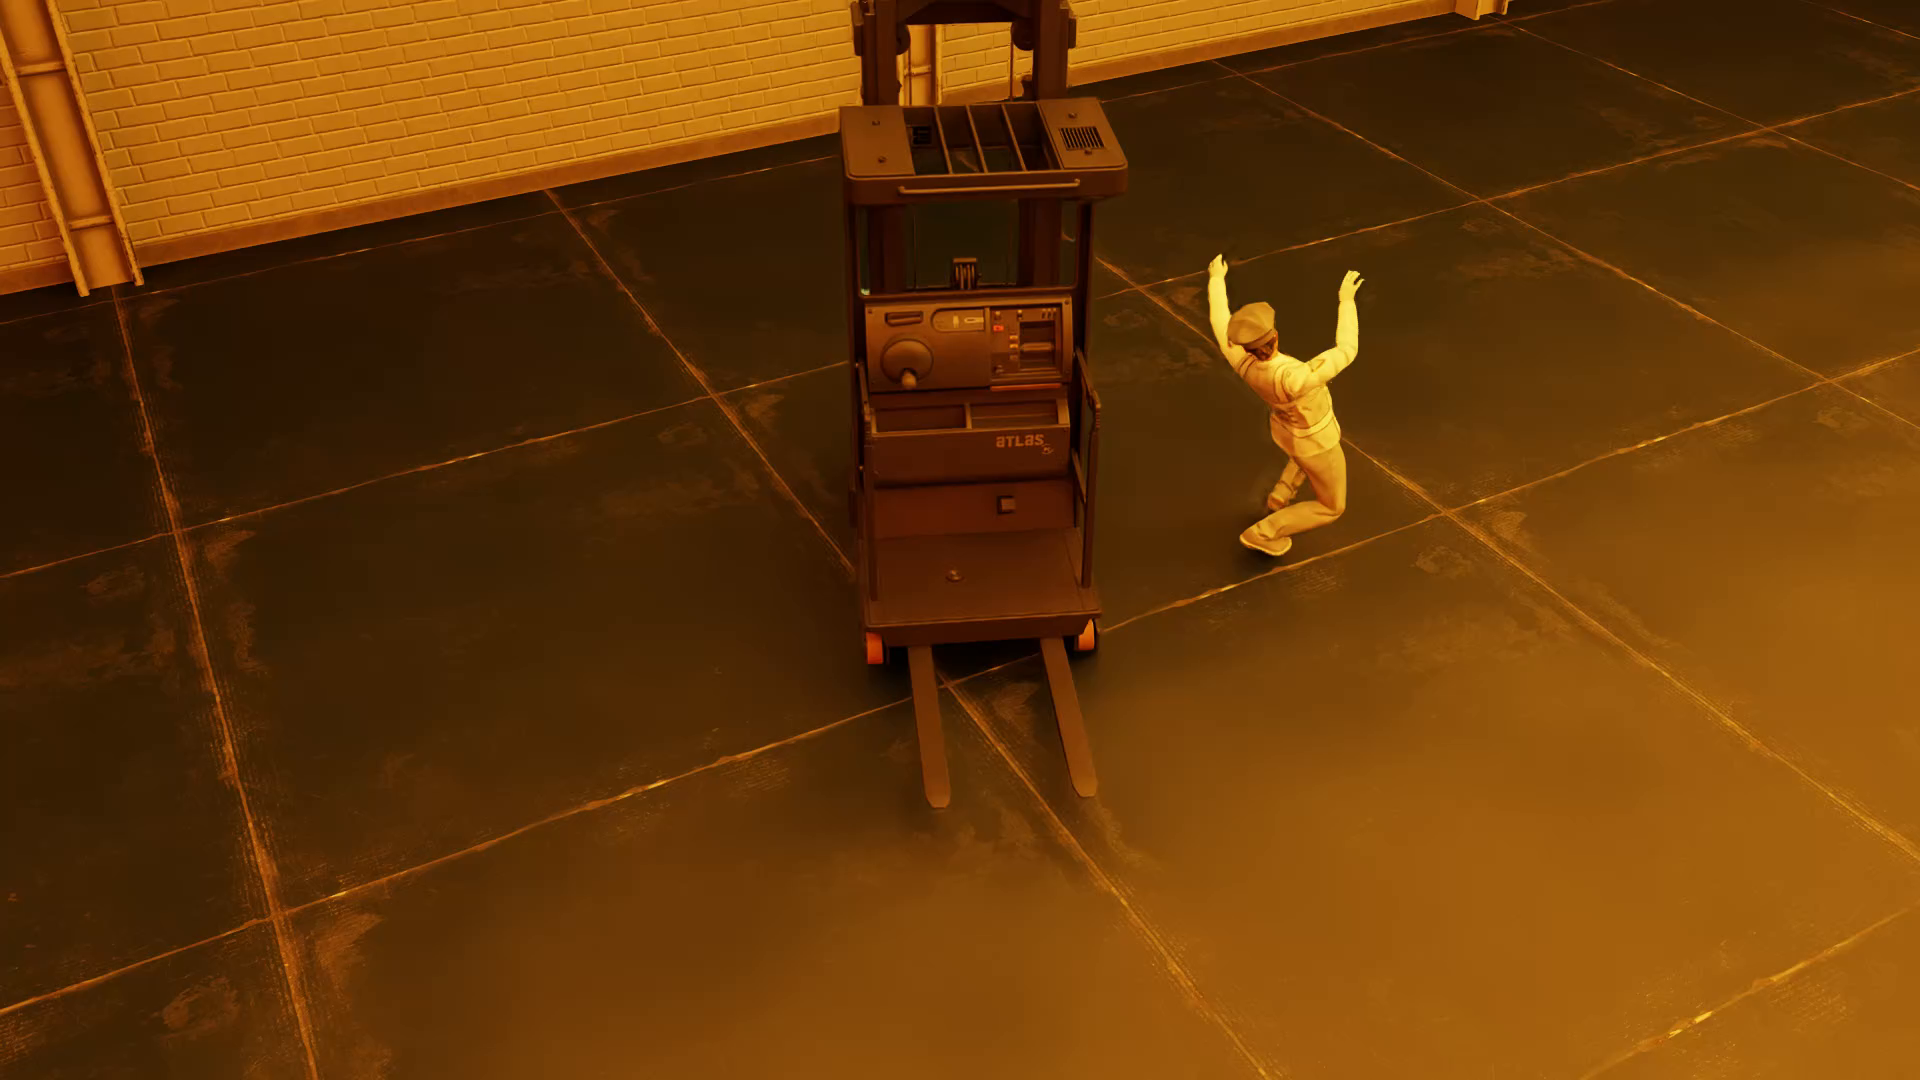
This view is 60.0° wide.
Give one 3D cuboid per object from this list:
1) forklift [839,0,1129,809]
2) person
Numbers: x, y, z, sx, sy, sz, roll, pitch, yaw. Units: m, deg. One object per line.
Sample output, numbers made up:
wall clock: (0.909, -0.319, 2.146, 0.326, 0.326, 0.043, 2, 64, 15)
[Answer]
forklift: (0.066, -0.818, 7.280, 1.130, 2.935, 3.031, -3, 35, -5)
person: (1.583, -0.707, 8.335, 0.818, 1.554, 0.997, -14, 38, -19)
